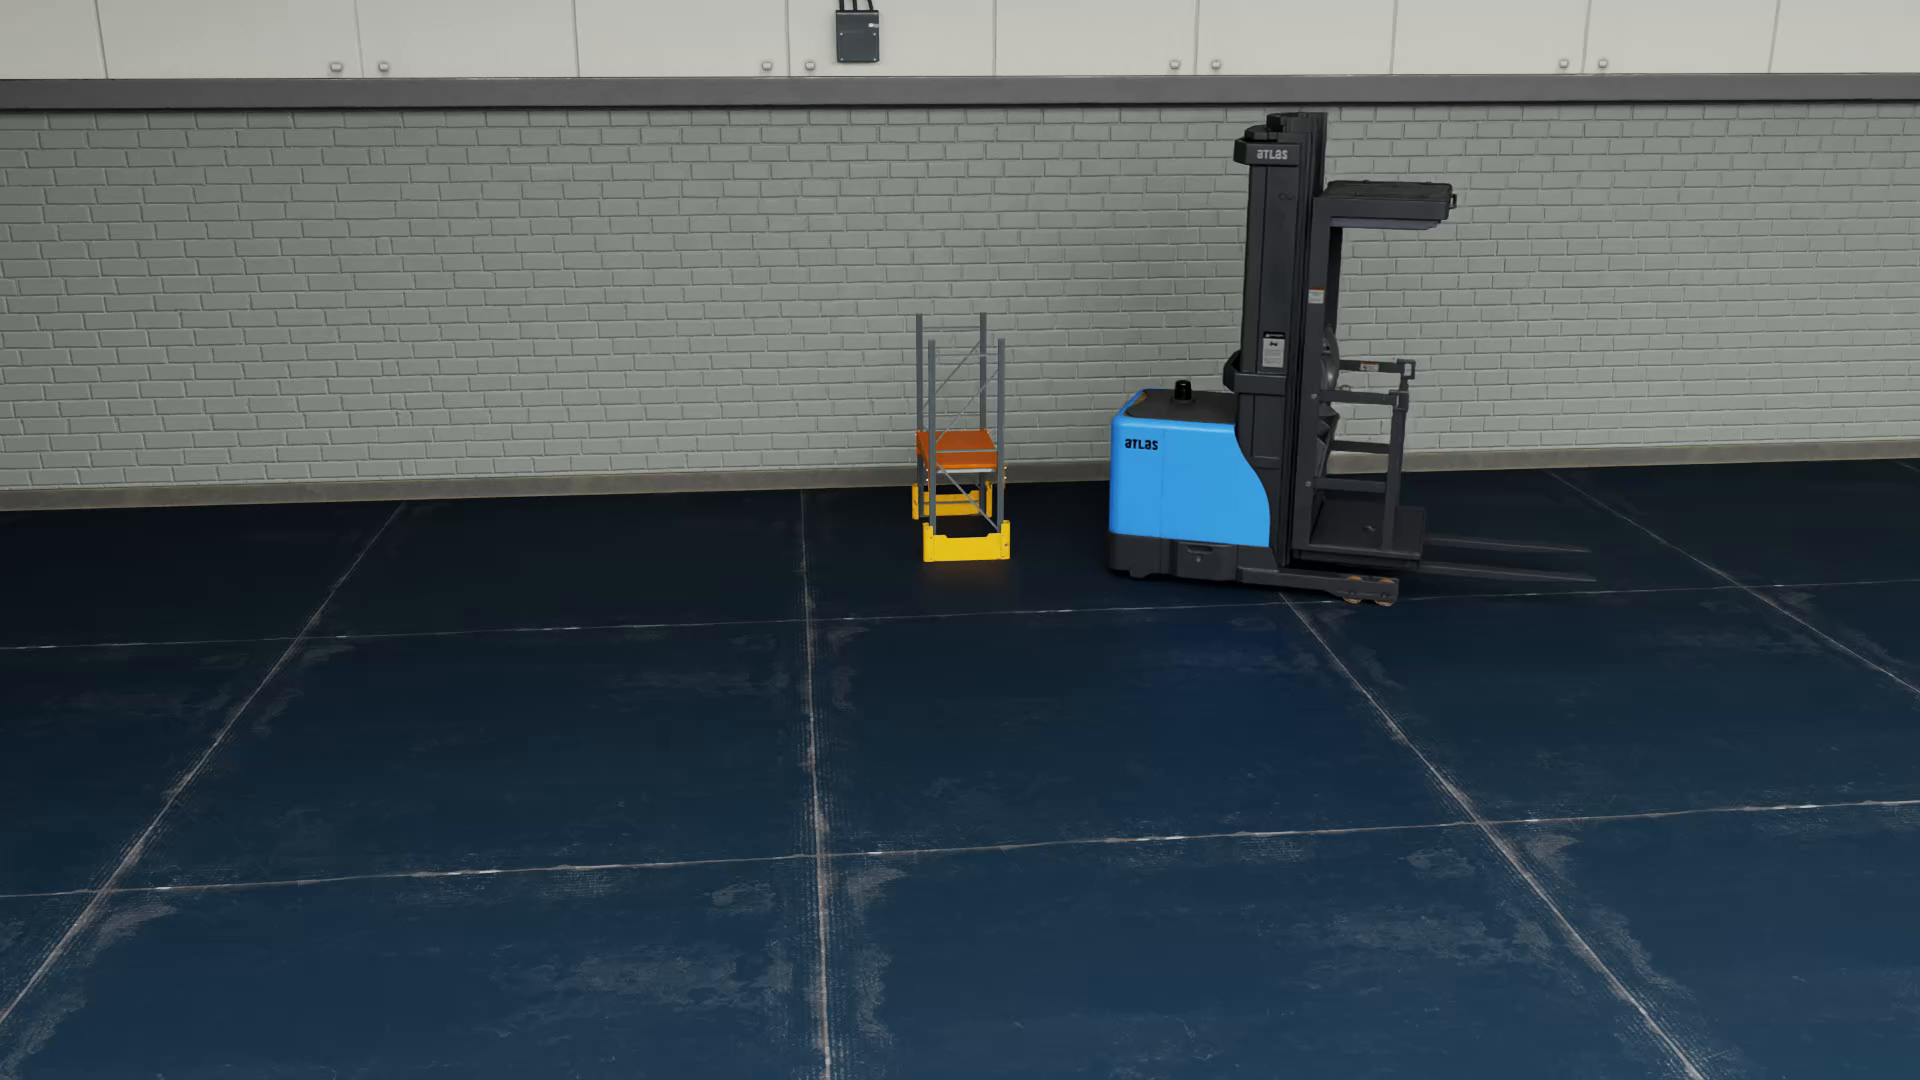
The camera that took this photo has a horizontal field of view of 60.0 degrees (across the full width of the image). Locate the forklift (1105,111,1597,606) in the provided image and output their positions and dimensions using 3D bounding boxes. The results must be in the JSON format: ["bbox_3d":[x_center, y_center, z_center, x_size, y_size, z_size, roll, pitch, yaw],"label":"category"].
[{"bbox_3d":[2.529,-1.164,10.492,3.031,2.935,1.130,5,18,16],"label":"forklift"}]

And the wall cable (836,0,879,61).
[{"bbox_3d":[0.261,-6.347,11.194,2.305,6.003,0.169,-2,18,-6],"label":"wall cable"}]

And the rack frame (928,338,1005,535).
[{"bbox_3d":[0.044,-0.590,11.051,0.500,1.500,0.032,-2,18,-6],"label":"rack frame"}]

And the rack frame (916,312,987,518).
[{"bbox_3d":[-0.061,-0.892,12.016,0.500,1.500,0.032,-2,18,-6],"label":"rack frame"}]

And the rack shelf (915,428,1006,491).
[{"bbox_3d":[-0.009,-0.569,11.587,0.538,0.185,1.000,-2,18,-6],"label":"rack shelf"}]

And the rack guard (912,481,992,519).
[{"bbox_3d":[-0.059,-0.290,12.185,0.587,0.250,0.087,-2,18,-6],"label":"rack guard"}]

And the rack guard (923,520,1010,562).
[{"bbox_3d":[0.044,0.006,11.239,0.587,0.250,0.087,-2,18,-6],"label":"rack guard"}]

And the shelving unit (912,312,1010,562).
[{"bbox_3d":[-0.008,-0.738,11.525,0.587,1.500,1.083,-2,18,-6],"label":"shelving unit"}]
